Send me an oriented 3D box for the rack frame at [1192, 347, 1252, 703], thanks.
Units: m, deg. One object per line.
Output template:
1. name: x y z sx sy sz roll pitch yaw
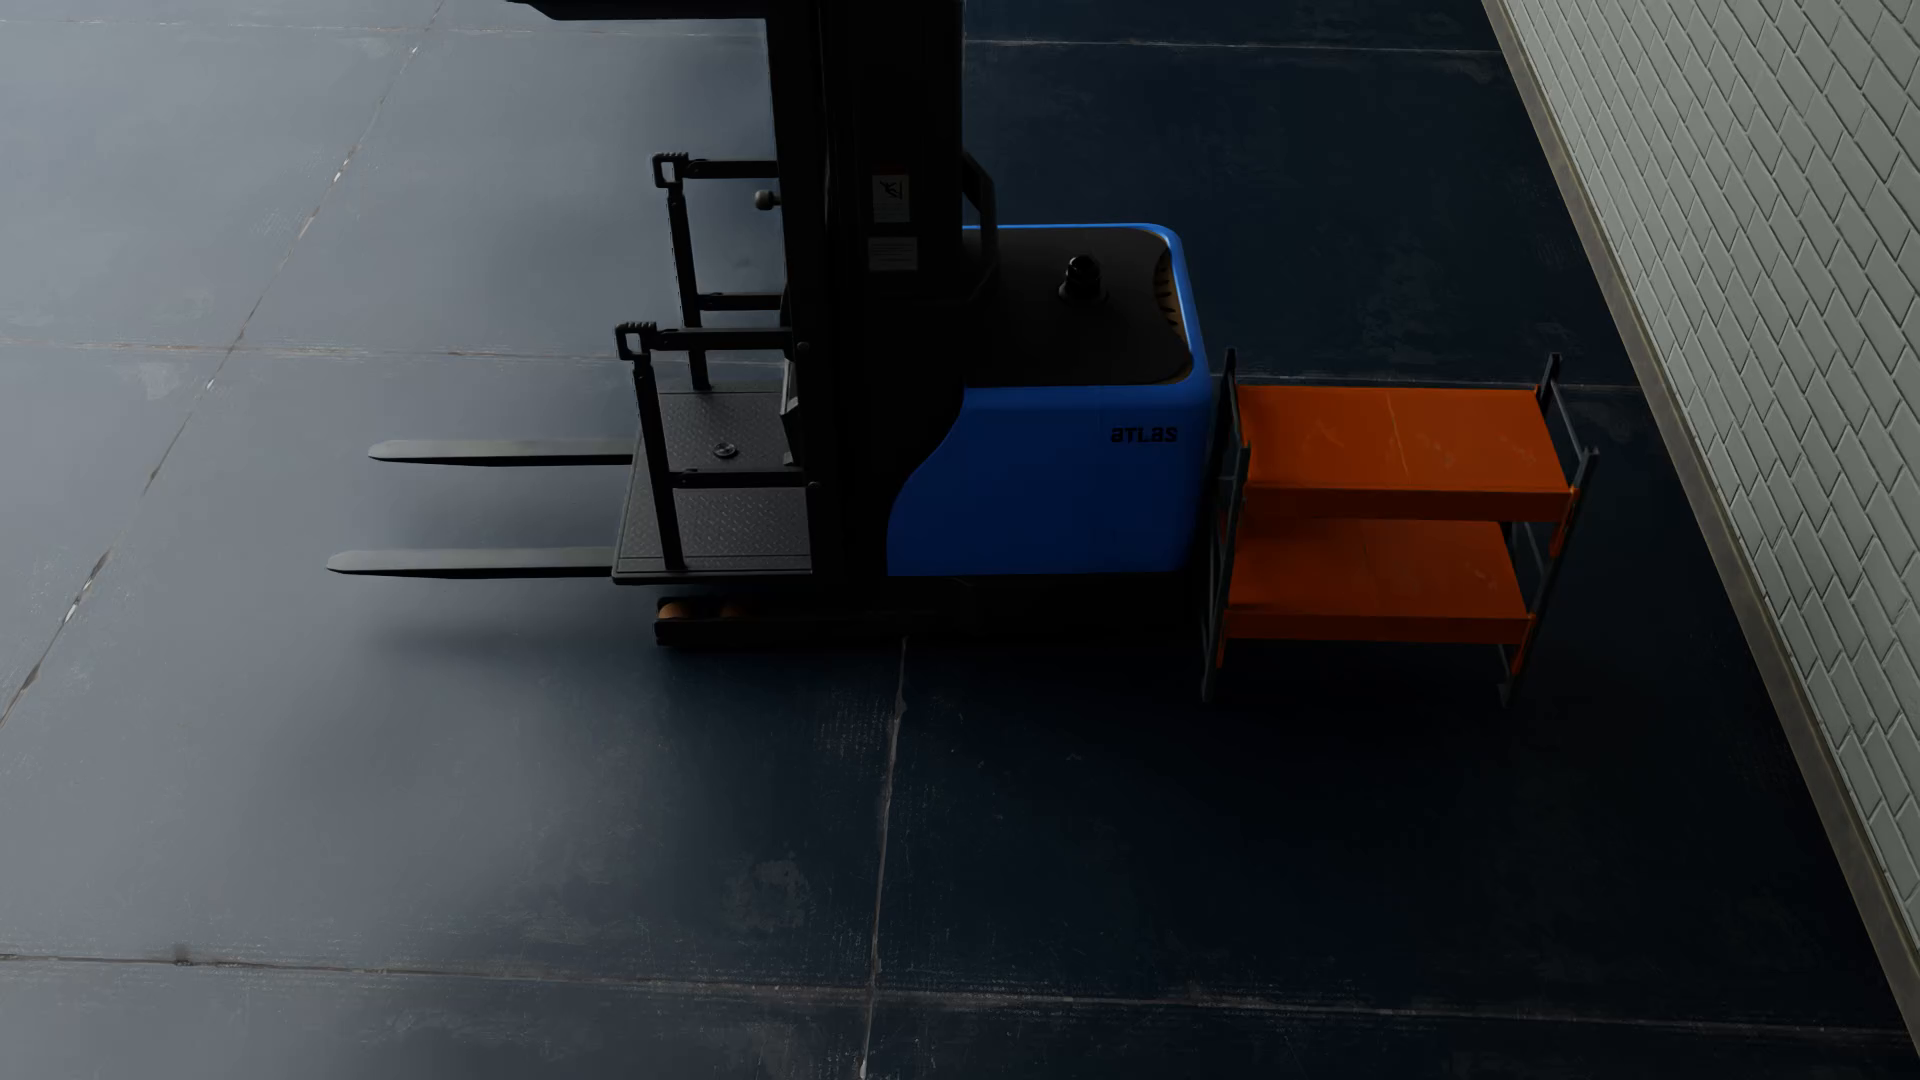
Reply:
1. rack frame: 0.849 -0.028 5.455 0.032 1.125 0.500 1 43 1

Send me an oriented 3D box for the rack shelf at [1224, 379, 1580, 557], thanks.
1. rack shelf: 1.357 -0.232 5.245 1.000 0.278 0.538 1 43 1

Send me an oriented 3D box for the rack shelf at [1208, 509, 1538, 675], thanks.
1. rack shelf: 1.357 0.161 5.611 1.000 0.278 0.538 1 43 1

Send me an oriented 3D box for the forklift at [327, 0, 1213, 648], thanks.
1. forklift: -0.711 -1.061 5.239 3.031 2.935 1.130 -1 43 -1

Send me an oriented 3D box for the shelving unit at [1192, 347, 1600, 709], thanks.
1. shelving unit: 1.357 -0.018 5.444 1.048 1.125 0.538 1 43 1

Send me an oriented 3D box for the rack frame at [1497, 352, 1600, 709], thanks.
1. rack frame: 1.866 -0.008 5.434 0.032 1.125 0.500 1 43 1
